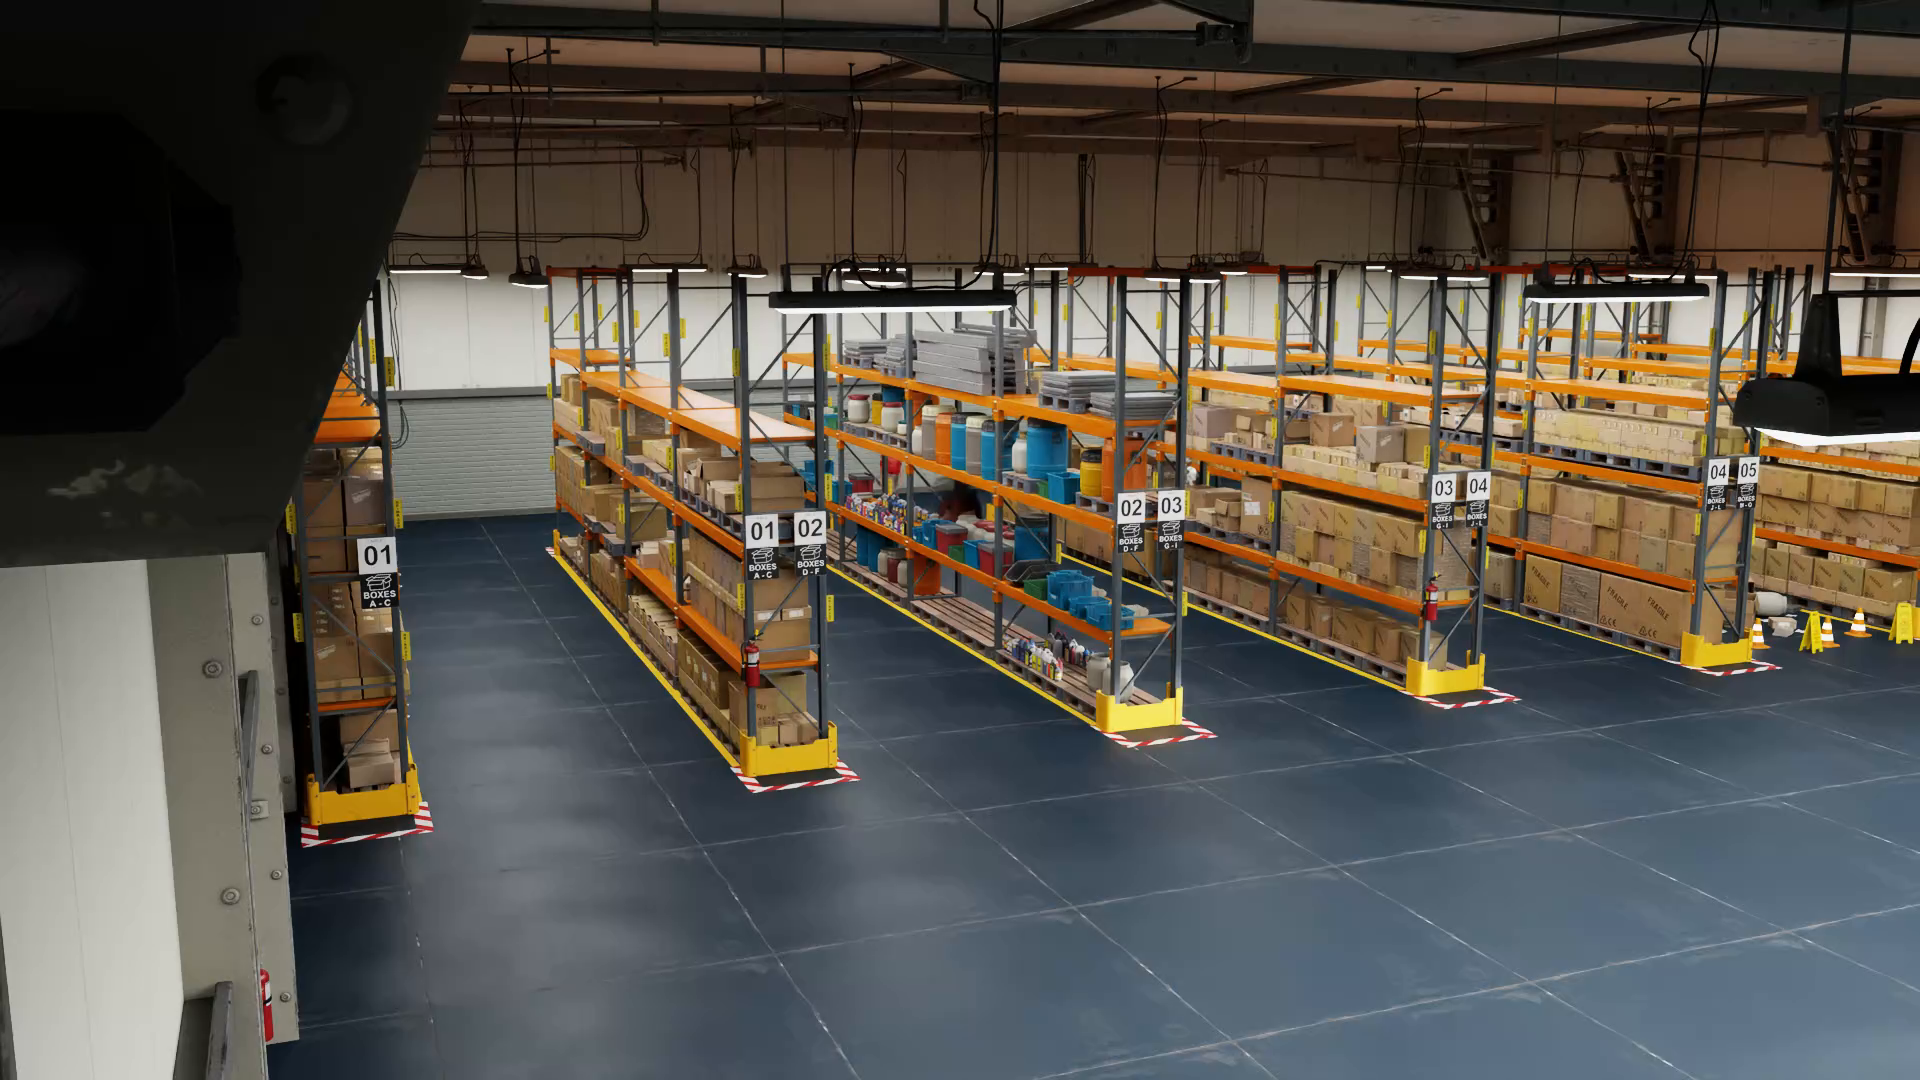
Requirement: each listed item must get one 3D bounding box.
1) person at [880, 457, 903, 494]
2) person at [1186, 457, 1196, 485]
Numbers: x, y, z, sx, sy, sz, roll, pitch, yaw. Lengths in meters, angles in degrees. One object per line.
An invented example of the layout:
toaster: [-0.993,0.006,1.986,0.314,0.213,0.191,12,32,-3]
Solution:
person: [-1.589,-1.464,40.083,0.707,1.715,0.523,9,13,42]
person: [5.171,-1.089,38.019,0.363,1.687,0.492,-6,12,-31]
